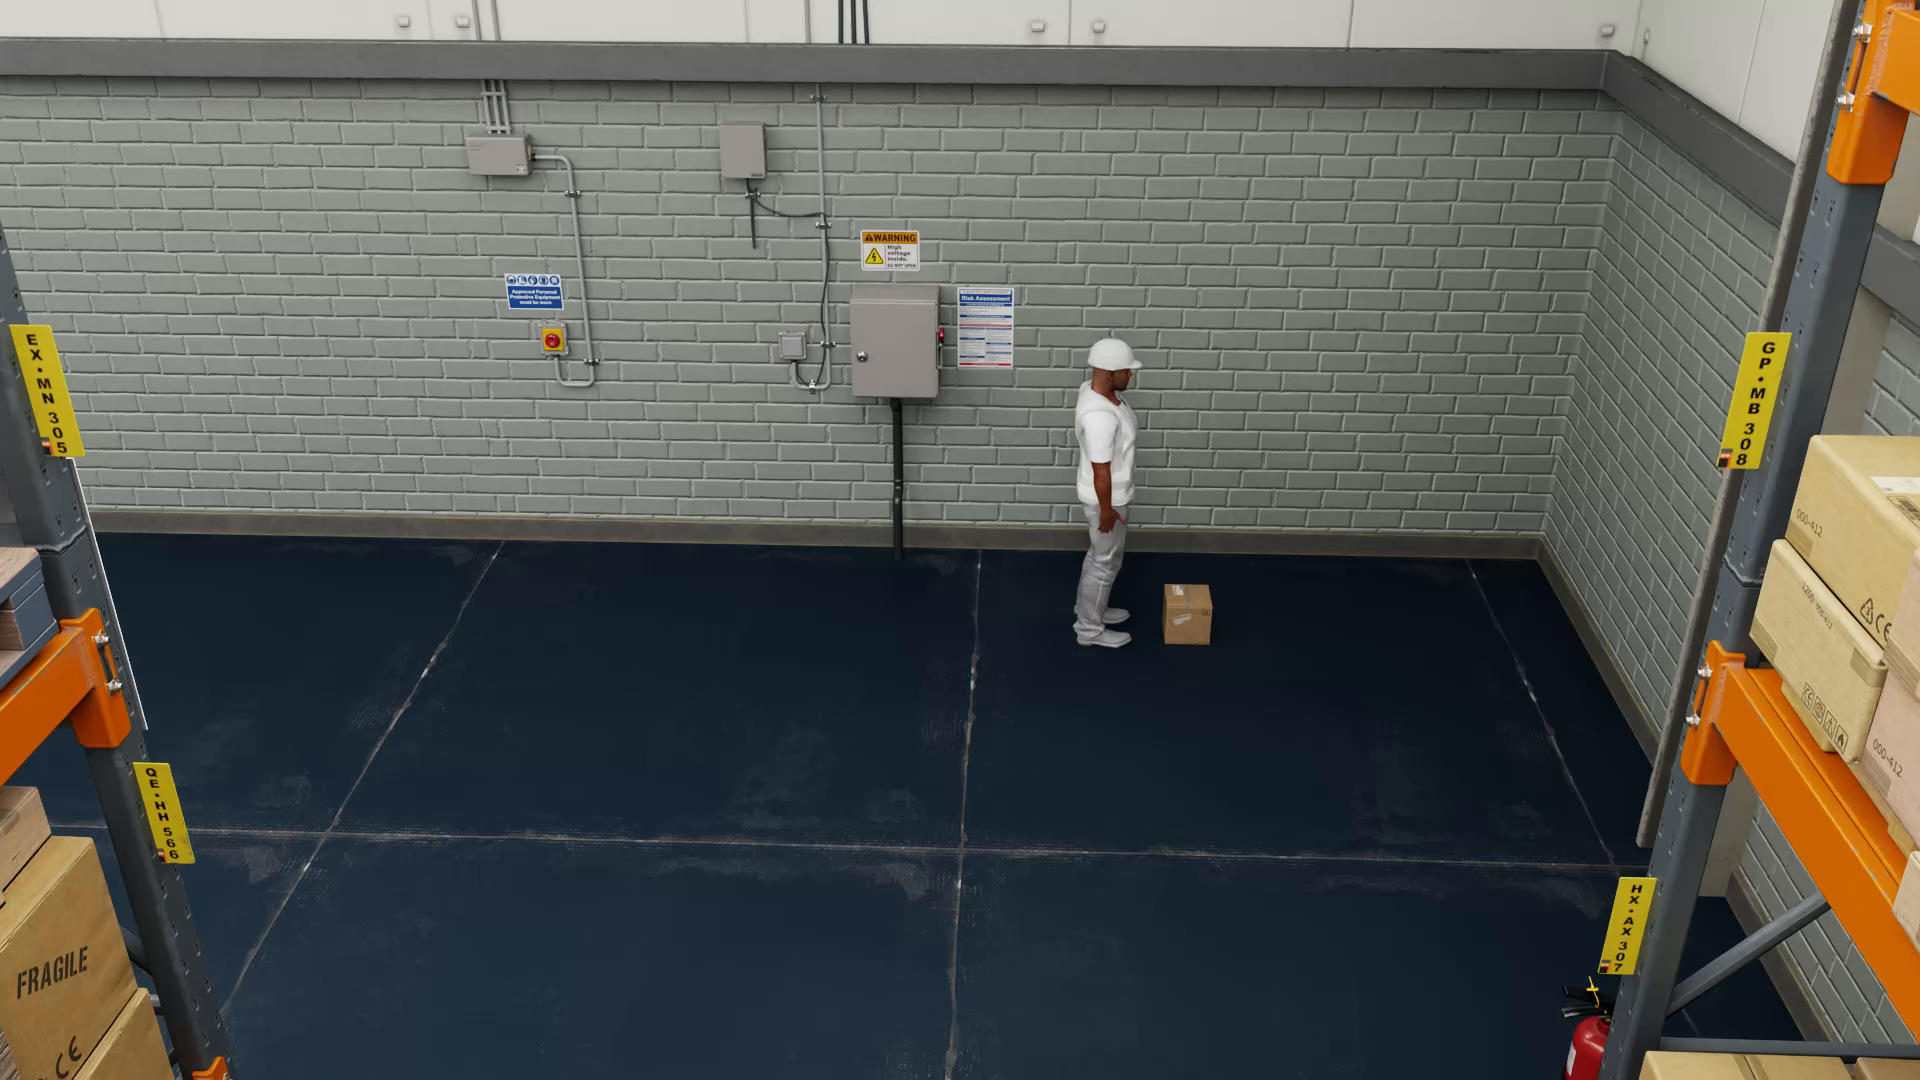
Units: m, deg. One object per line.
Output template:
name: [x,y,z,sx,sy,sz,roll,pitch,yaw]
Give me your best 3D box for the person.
person: [0.796,-0.268,9.105,0.361,1.763,0.565,2,28,3]
